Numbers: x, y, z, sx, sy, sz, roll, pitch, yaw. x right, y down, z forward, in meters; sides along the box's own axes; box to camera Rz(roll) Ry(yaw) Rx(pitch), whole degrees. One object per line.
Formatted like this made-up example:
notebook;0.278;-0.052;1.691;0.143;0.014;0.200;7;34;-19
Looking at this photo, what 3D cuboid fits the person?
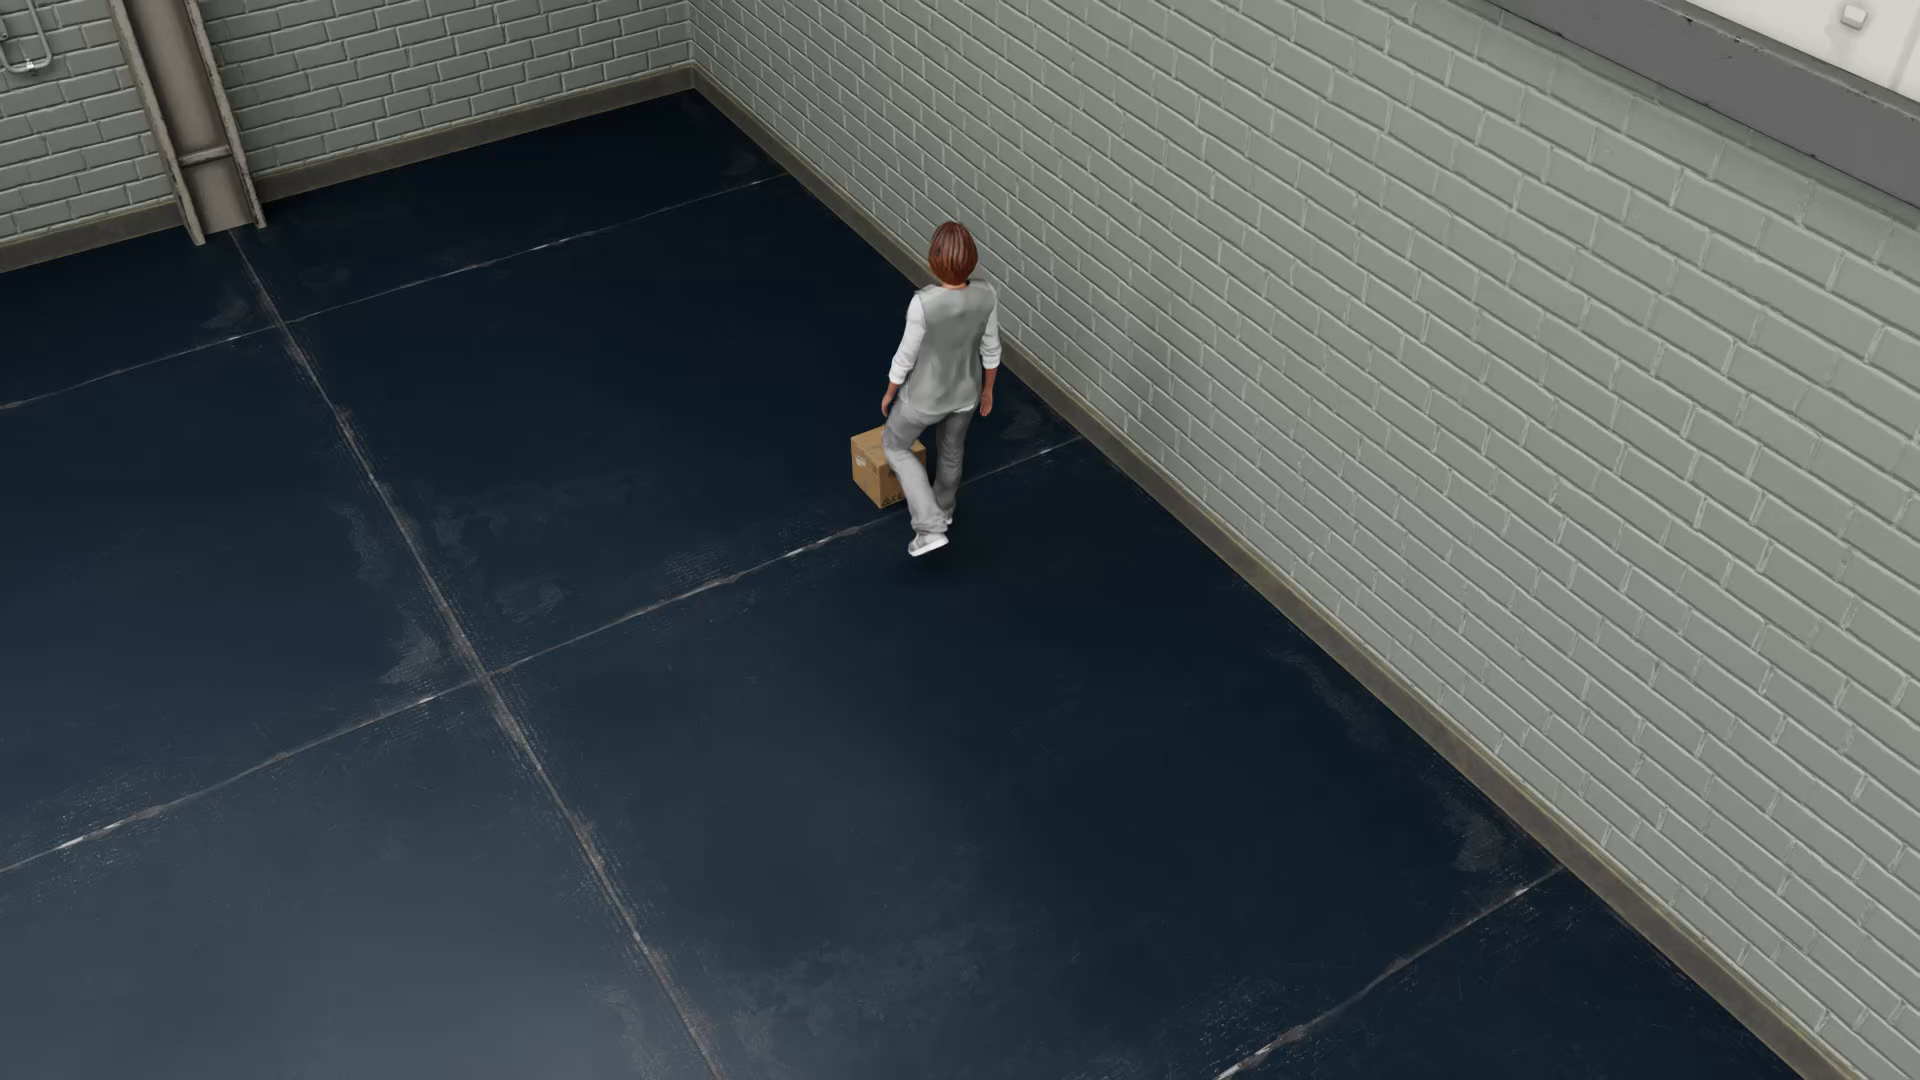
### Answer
person;-0.089;-0.598;6.846;0.467;1.601;0.599;-19;45;-20
